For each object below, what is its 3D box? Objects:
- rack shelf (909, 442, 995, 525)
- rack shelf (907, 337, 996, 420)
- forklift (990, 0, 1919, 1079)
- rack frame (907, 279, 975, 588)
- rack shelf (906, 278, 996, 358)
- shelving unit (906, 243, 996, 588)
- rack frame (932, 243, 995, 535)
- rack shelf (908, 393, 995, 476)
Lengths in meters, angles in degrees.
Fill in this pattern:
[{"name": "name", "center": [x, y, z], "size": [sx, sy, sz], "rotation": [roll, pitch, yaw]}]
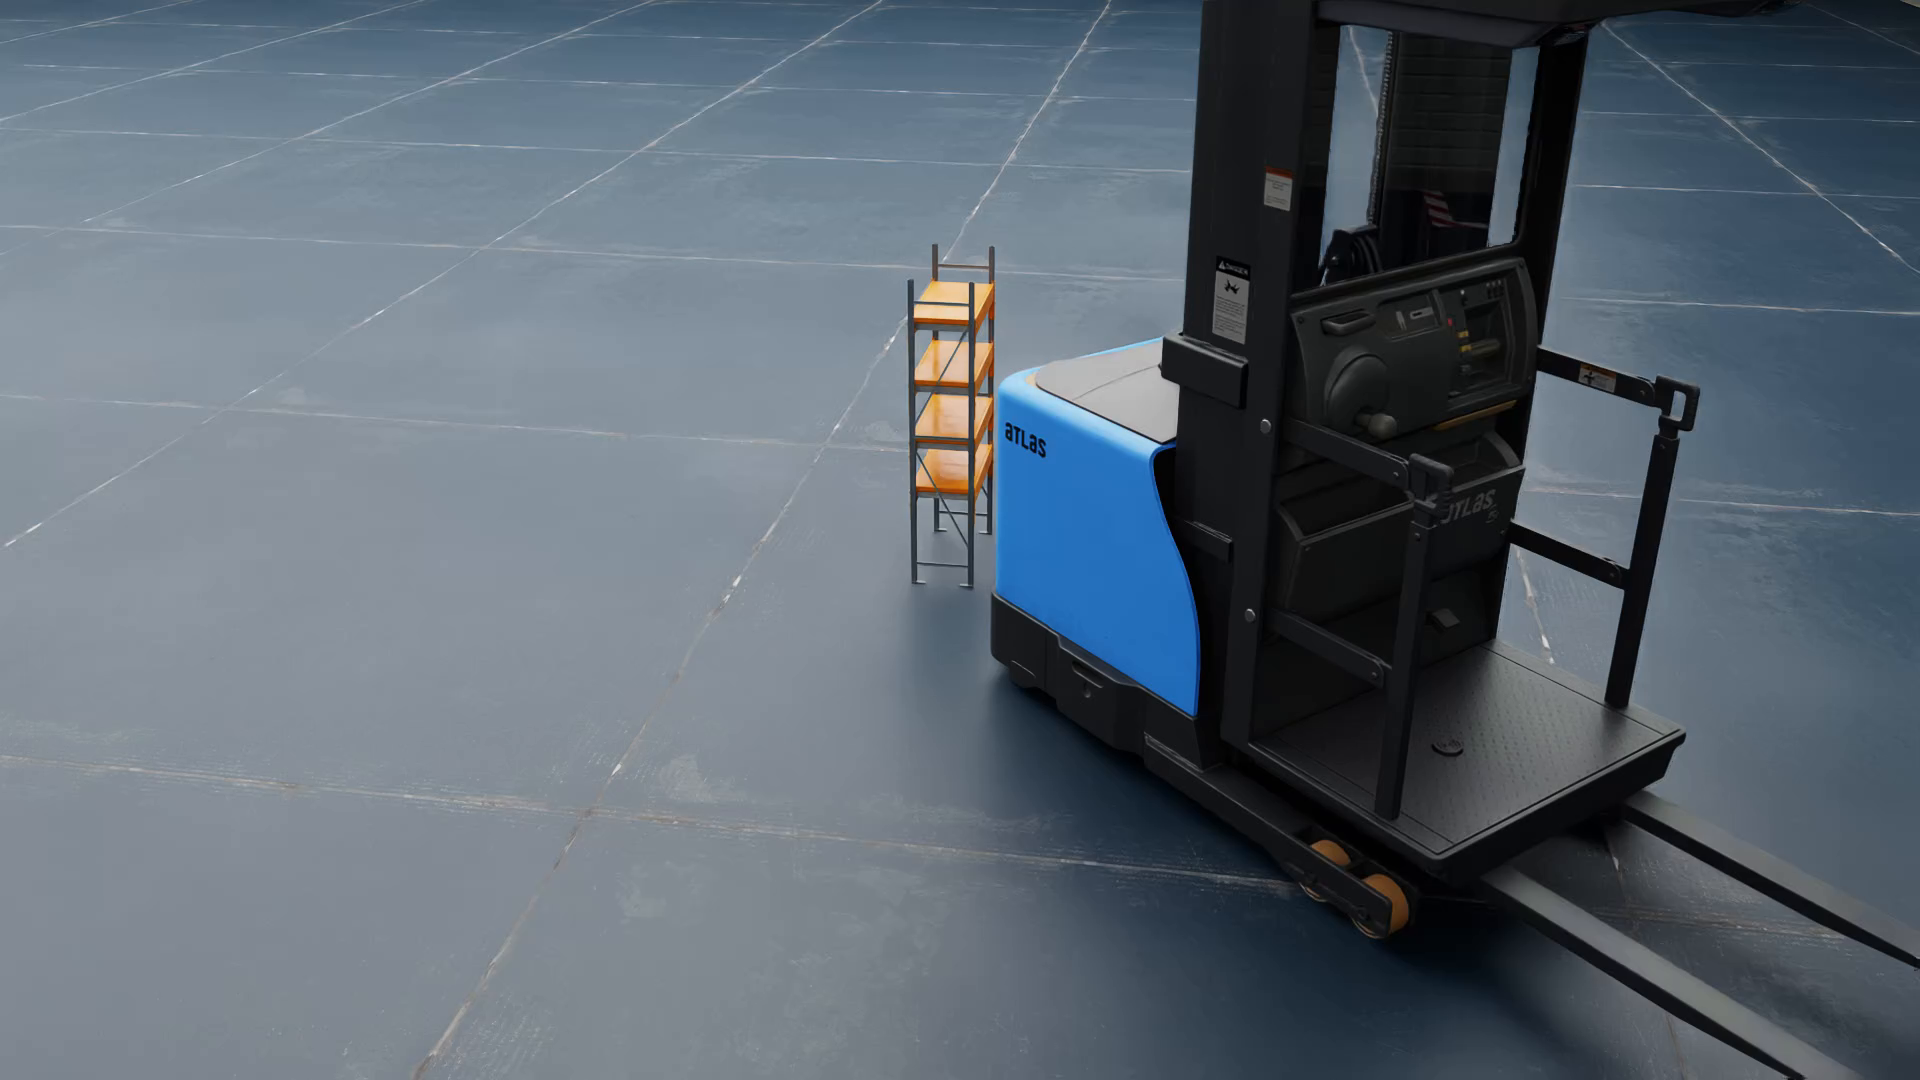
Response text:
[{"name": "rack shelf", "center": [-0.027, -0.233, 6.460], "size": [0.258, 0.148, 0.480], "rotation": [4, 25, 9]}, {"name": "rack shelf", "center": [-0.027, -0.616, 6.281], "size": [0.258, 0.148, 0.480], "rotation": [4, 25, 9]}, {"name": "forklift", "center": [1.367, -0.493, 4.345], "size": [1.130, 2.935, 3.031], "rotation": [-17, 30, -32]}, {"name": "rack frame", "center": [-0.067, -0.372, 6.130], "size": [0.240, 1.200, 0.015], "rotation": [4, 25, 9]}, {"name": "rack shelf", "center": [-0.027, -0.830, 6.181], "size": [0.258, 0.148, 0.480], "rotation": [4, 25, 9]}, {"name": "shelving unit", "center": [-0.027, -0.474, 6.348], "size": [0.258, 1.200, 0.503], "rotation": [4, 25, 9]}, {"name": "rack frame", "center": [0.013, -0.576, 6.566], "size": [0.240, 1.200, 0.015], "rotation": [4, 25, 9]}, {"name": "rack shelf", "center": [-0.027, -0.413, 6.376], "size": [0.258, 0.148, 0.480], "rotation": [4, 25, 9]}]
